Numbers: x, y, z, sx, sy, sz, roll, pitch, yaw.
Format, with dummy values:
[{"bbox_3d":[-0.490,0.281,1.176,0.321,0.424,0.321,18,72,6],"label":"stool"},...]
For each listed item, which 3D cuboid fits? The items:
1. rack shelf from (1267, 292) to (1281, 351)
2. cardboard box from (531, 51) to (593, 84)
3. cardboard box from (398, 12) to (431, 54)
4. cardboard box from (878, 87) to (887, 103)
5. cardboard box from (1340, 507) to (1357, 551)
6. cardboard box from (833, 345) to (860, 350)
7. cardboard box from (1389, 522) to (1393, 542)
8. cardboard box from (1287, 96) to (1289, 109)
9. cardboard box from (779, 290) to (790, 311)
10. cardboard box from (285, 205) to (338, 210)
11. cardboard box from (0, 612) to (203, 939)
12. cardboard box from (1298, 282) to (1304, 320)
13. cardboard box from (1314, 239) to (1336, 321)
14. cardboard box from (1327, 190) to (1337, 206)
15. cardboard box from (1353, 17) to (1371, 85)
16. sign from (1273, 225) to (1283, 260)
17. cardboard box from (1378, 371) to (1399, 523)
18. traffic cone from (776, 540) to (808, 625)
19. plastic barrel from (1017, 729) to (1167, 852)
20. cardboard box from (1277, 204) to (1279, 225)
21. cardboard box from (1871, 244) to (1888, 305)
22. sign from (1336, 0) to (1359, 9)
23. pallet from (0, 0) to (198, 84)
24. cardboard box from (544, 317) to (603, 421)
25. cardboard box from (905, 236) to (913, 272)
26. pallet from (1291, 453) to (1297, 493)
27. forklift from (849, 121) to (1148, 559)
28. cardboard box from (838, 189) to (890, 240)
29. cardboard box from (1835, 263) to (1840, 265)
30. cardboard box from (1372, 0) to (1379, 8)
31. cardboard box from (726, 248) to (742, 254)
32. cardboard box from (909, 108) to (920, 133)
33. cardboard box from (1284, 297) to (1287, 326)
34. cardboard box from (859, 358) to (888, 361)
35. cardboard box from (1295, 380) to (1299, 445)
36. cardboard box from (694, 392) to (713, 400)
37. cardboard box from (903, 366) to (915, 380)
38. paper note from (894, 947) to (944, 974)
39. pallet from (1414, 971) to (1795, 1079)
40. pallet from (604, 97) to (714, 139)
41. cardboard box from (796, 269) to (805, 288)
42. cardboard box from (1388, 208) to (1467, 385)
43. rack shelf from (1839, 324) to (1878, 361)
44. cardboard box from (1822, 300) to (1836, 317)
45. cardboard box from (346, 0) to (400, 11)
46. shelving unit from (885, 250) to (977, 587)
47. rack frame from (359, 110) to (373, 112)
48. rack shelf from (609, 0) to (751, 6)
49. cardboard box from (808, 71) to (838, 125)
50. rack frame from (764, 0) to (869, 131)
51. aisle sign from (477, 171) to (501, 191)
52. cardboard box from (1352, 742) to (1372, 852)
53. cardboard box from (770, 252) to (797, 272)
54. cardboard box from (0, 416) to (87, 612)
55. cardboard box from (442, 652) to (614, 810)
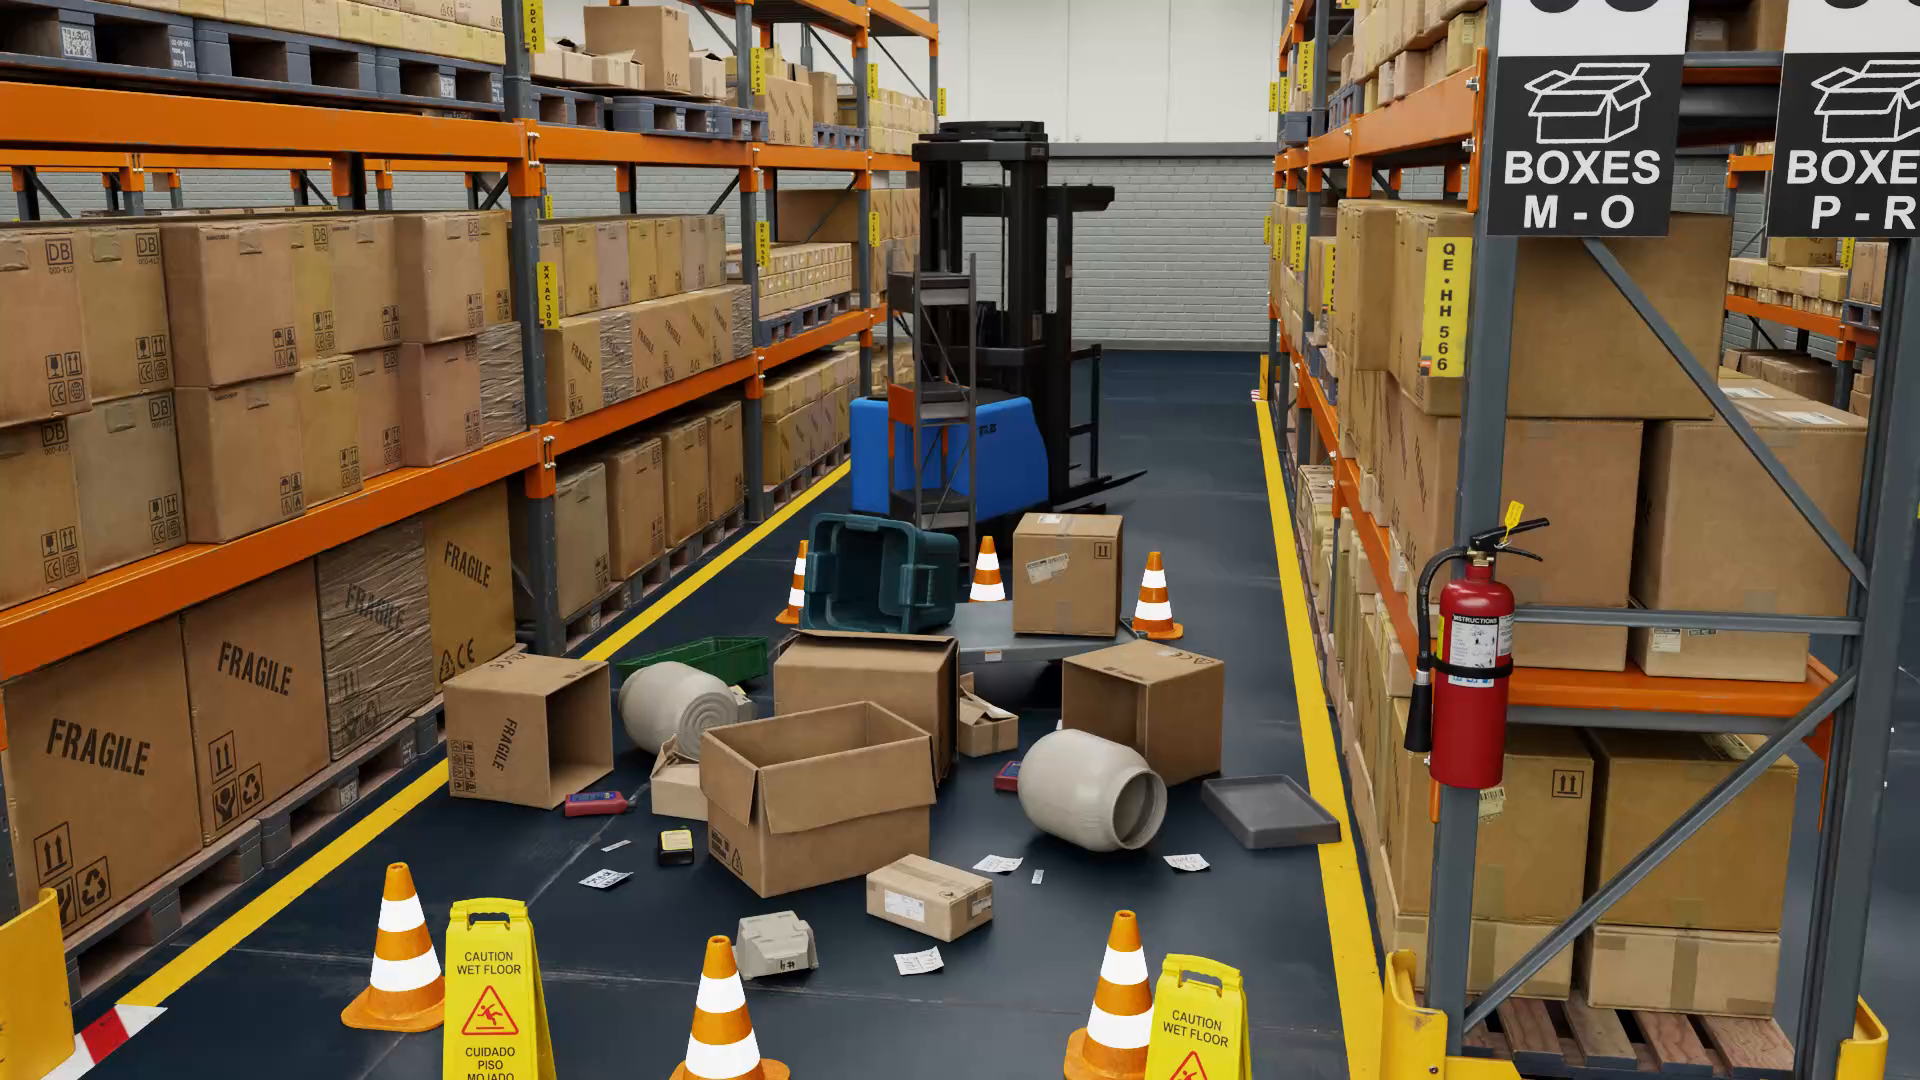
[{"bbox_3d":[3.841,-2.366,17.562,1.077,0.370,4.000,2,12,9],"label":"rack shelf"},{"bbox_3d":[-2.199,-2.581,9.093,0.250,0.149,0.380,2,12,9],"label":"cardboard box"},{"bbox_3d":[-2.460,-2.128,6.989,0.380,0.149,0.250,2,12,9],"label":"cardboard box"},{"bbox_3d":[-0.947,-4.488,16.803,0.380,0.149,0.250,2,12,7],"label":"cardboard box"},{"bbox_3d":[1.867,-0.043,7.284,0.380,0.149,0.250,2,12,9],"label":"cardboard box"},{"bbox_3d":[-1.263,-2.169,19.294,0.380,0.149,0.250,2,12,8],"label":"cardboard box"},{"bbox_3d":[1.662,-0.034,5.629,0.380,0.149,0.250,2,12,8],"label":"cardboard box"},{"bbox_3d":[3.111,-3.815,14.777,0.396,0.266,0.258,2,12,8],"label":"cardboard box"},{"bbox_3d":[-1.598,-1.946,13.502,0.380,0.149,0.250,2,12,11],"label":"cardboard box"},{"bbox_3d":[-6.349,-3.029,16.310,0.797,0.503,0.637,2,12,7],"label":"cardboard box"},{"bbox_3d":[-3.180,0.747,5.454,0.875,0.875,0.875,2,12,9],"label":"cardboard box"},{"bbox_3d":[2.742,-1.749,12.160,0.500,0.250,0.500,2,12,8],"label":"cardboard box"},{"bbox_3d":[2.547,-1.674,10.700,0.500,0.500,0.500,3,12,12],"label":"cardboard box"},{"bbox_3d":[3.414,-3.282,15.954,0.380,0.149,0.250,2,12,10],"label":"cardboard box"},{"bbox_3d":[1.965,-2.092,7.111,0.500,0.250,0.500,2,12,7],"label":"cardboard box"},{"bbox_3d":[2.985,-2.781,15.536,0.100,0.325,0.005,2,12,9],"label":"sign"},{"bbox_3d":[1.661,-0.328,5.452,0.500,0.500,0.500,2,12,8],"label":"cardboard box"},{"bbox_3d":[-0.905,0.234,9.809,0.336,0.463,0.334,2,12,9],"label":"traffic cone"},{"bbox_3d":[0.510,0.977,6.457,0.421,0.421,0.512,-10,16,-40],"label":"plastic barrel"},{"bbox_3d":[3.573,-3.262,17.401,0.500,0.500,0.500,2,12,9],"label":"cardboard box"},{"bbox_3d":[8.064,-2.195,13.823,0.700,0.500,0.500,2,12,9],"label":"cardboard box"},{"bbox_3d":[1.754,-2.565,7.495,0.100,0.325,0.005,2,12,9],"label":"sign"},{"bbox_3d":[-3.115,-1.521,5.021,1.003,0.211,1.213,2,12,9],"label":"pallet"},{"bbox_3d":[-2.257,-0.925,8.930,0.500,0.500,0.500,2,12,9],"label":"cardboard box"},{"bbox_3d":[-0.813,-3.050,18.082,0.500,0.500,0.500,3,12,11],"label":"cardboard box"},{"bbox_3d":[3.304,-0.521,13.909,1.003,0.211,1.213,2,12,9],"label":"pallet"},{"bbox_3d":[0.444,-1.555,12.253,1.130,2.935,3.031,8,14,32],"label":"forklift"},{"bbox_3d":[-0.998,-3.319,16.956,0.500,0.500,0.500,2,12,7],"label":"cardboard box"},{"bbox_3d":[9.084,-2.732,17.200,0.500,0.250,0.500,2,12,10],"label":"cardboard box"},{"bbox_3d":[1.805,-2.151,6.439,0.380,0.149,0.250,2,12,8],"label":"cardboard box"},{"bbox_3d":[-2.086,-2.478,14.560,0.380,0.149,0.250,2,12,11],"label":"cardboard box"},{"bbox_3d":[-0.736,-4.594,18.240,0.500,0.250,0.500,2,12,9],"label":"cardboard box"},{"bbox_3d":[3.032,-1.932,14.192,0.500,0.250,0.500,2,12,8],"label":"cardboard box"},{"bbox_3d":[-0.927,-1.883,17.969,0.380,0.149,0.250,1,12,6],"label":"cardboard box"},{"bbox_3d":[3.517,-1.337,15.123,0.875,0.875,0.875,2,12,10],"label":"cardboard box"},{"bbox_3d":[-2.142,-1.109,13.177,0.500,0.250,0.500,2,12,7],"label":"cardboard box"},{"bbox_3d":[-0.702,-1.895,18.732,0.380,0.149,0.250,2,12,9],"label":"cardboard box"},{"bbox_3d":[-0.134,1.386,5.488,0.148,0.019,0.142,-2,12,-11],"label":"paper note"},{"bbox_3d":[1.859,1.376,5.110,1.003,0.211,1.213,2,12,9],"label":"pallet"},{"bbox_3d":[-2.204,-2.614,10.330,1.003,0.211,1.213,2,12,11],"label":"pallet"},{"bbox_3d":[-1.519,-2.199,13.969,0.380,0.149,0.250,2,12,8],"label":"cardboard box"},{"bbox_3d":[1.636,-0.705,4.830,0.700,0.500,0.500,2,12,9],"label":"cardboard box"},{"bbox_3d":[8.131,-1.374,12.955,1.077,0.370,4.000,2,12,9],"label":"rack shelf"},{"bbox_3d":[8.257,-2.148,15.439,0.380,0.149,0.250,2,12,10],"label":"cardboard box"},{"bbox_3d":[-2.583,-2.248,6.602,0.500,0.250,0.500,2,12,8],"label":"cardboard box"},{"bbox_3d":[-0.183,-0.768,10.570,0.431,2.100,0.503,-5,13,-22],"label":"shelving unit"},{"bbox_3d":[-6.259,-5.556,16.412,1.000,3.000,0.127,2,12,9],"label":"rack frame"},{"bbox_3d":[-2.296,-3.578,9.891,1.077,0.370,4.000,2,12,9],"label":"rack shelf"},{"bbox_3d":[-1.540,-4.086,15.480,0.700,0.500,0.500,2,12,9],"label":"cardboard box"},{"bbox_3d":[-1.373,-5.374,15.569,1.000,3.000,0.127,2,12,9],"label":"rack frame"},{"bbox_3d":[-5.929,-4.751,20.748,0.394,0.787,0.004,2,12,9],"label":"aisle sign"},{"bbox_3d":[1.709,0.941,6.035,0.500,0.250,0.500,1,12,7],"label":"cardboard box"},{"bbox_3d":[-1.564,-2.290,13.687,0.380,0.149,0.250,2,12,11],"label":"cardboard box"},{"bbox_3d":[-3.206,-0.095,4.959,0.875,0.550,0.550,2,12,9],"label":"cardboard box"},{"bbox_3d":[-1.828,0.801,7.083,0.500,0.500,0.500,4,13,18],"label":"cardboard box"}]
